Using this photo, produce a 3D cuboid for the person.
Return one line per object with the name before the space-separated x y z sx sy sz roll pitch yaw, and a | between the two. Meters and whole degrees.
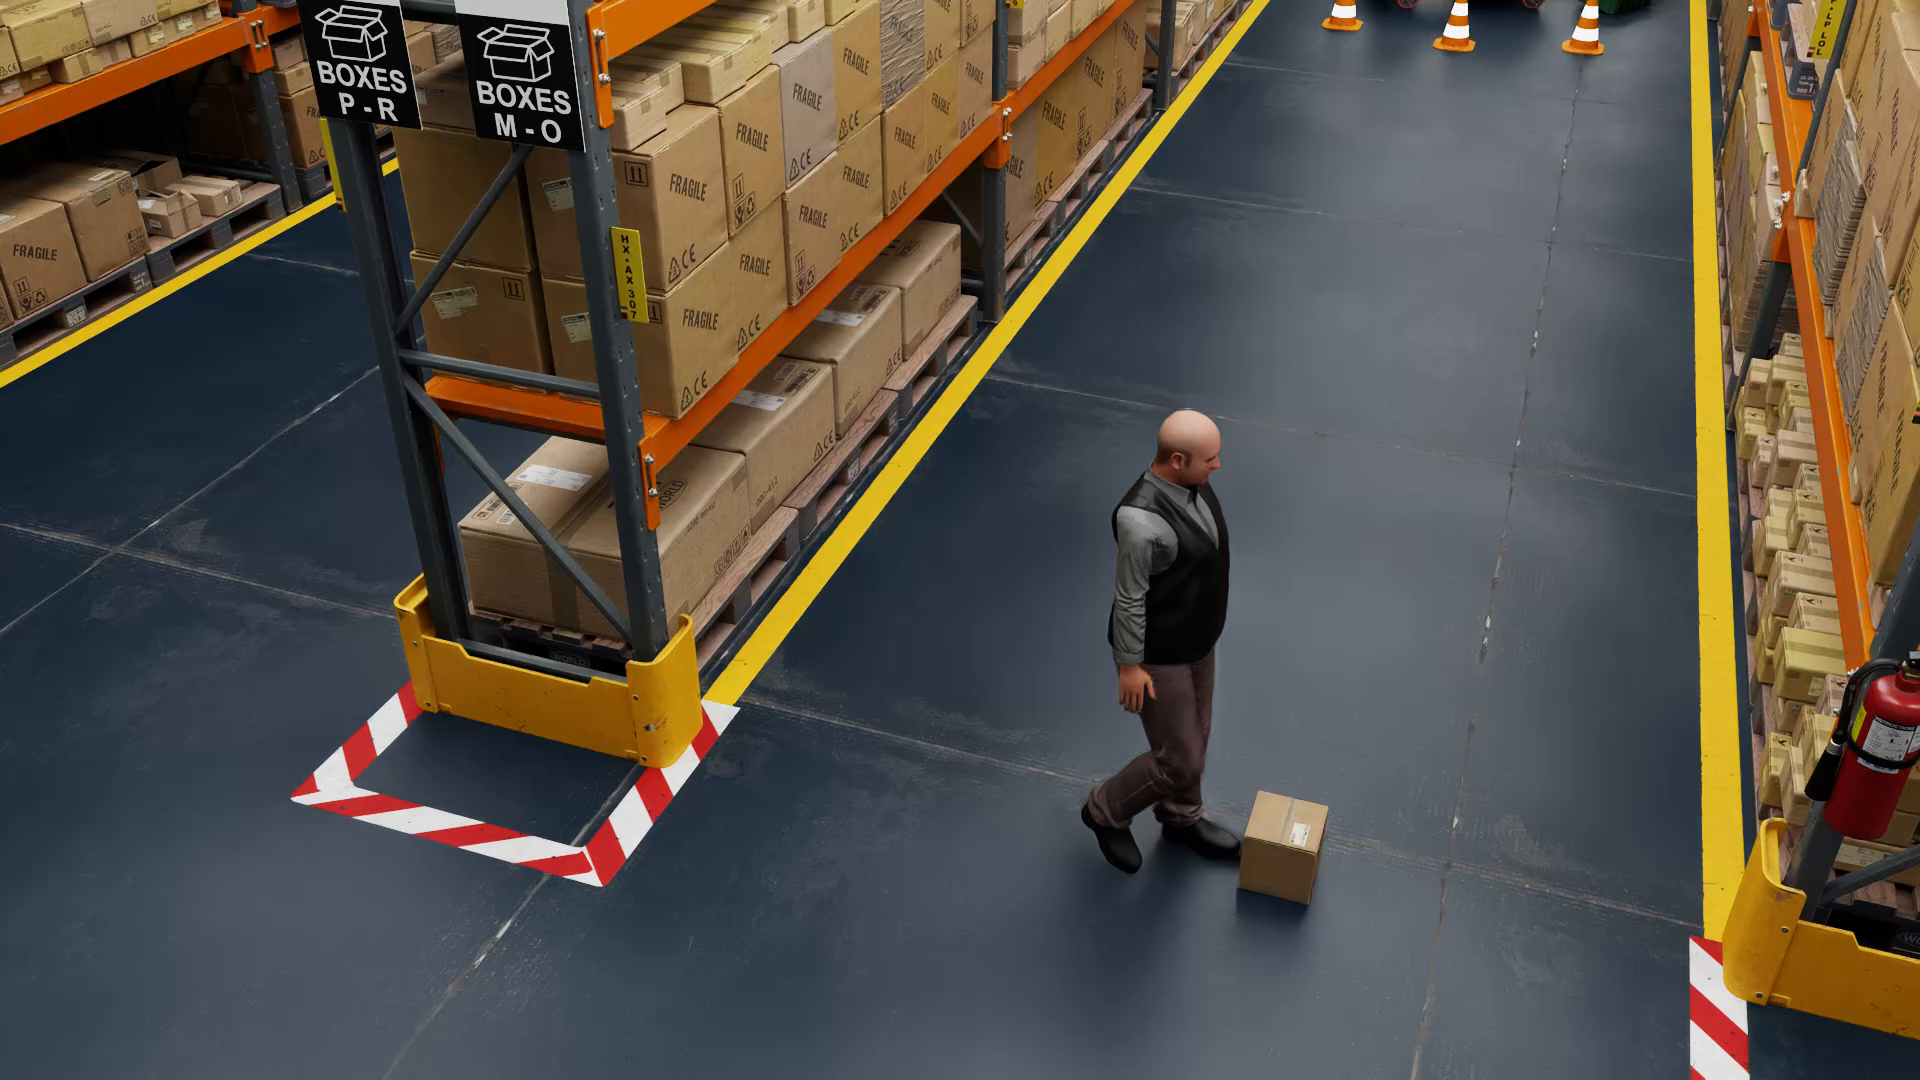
person | 0.750 0.374 5.563 0.495 1.731 0.570 16 36 23
